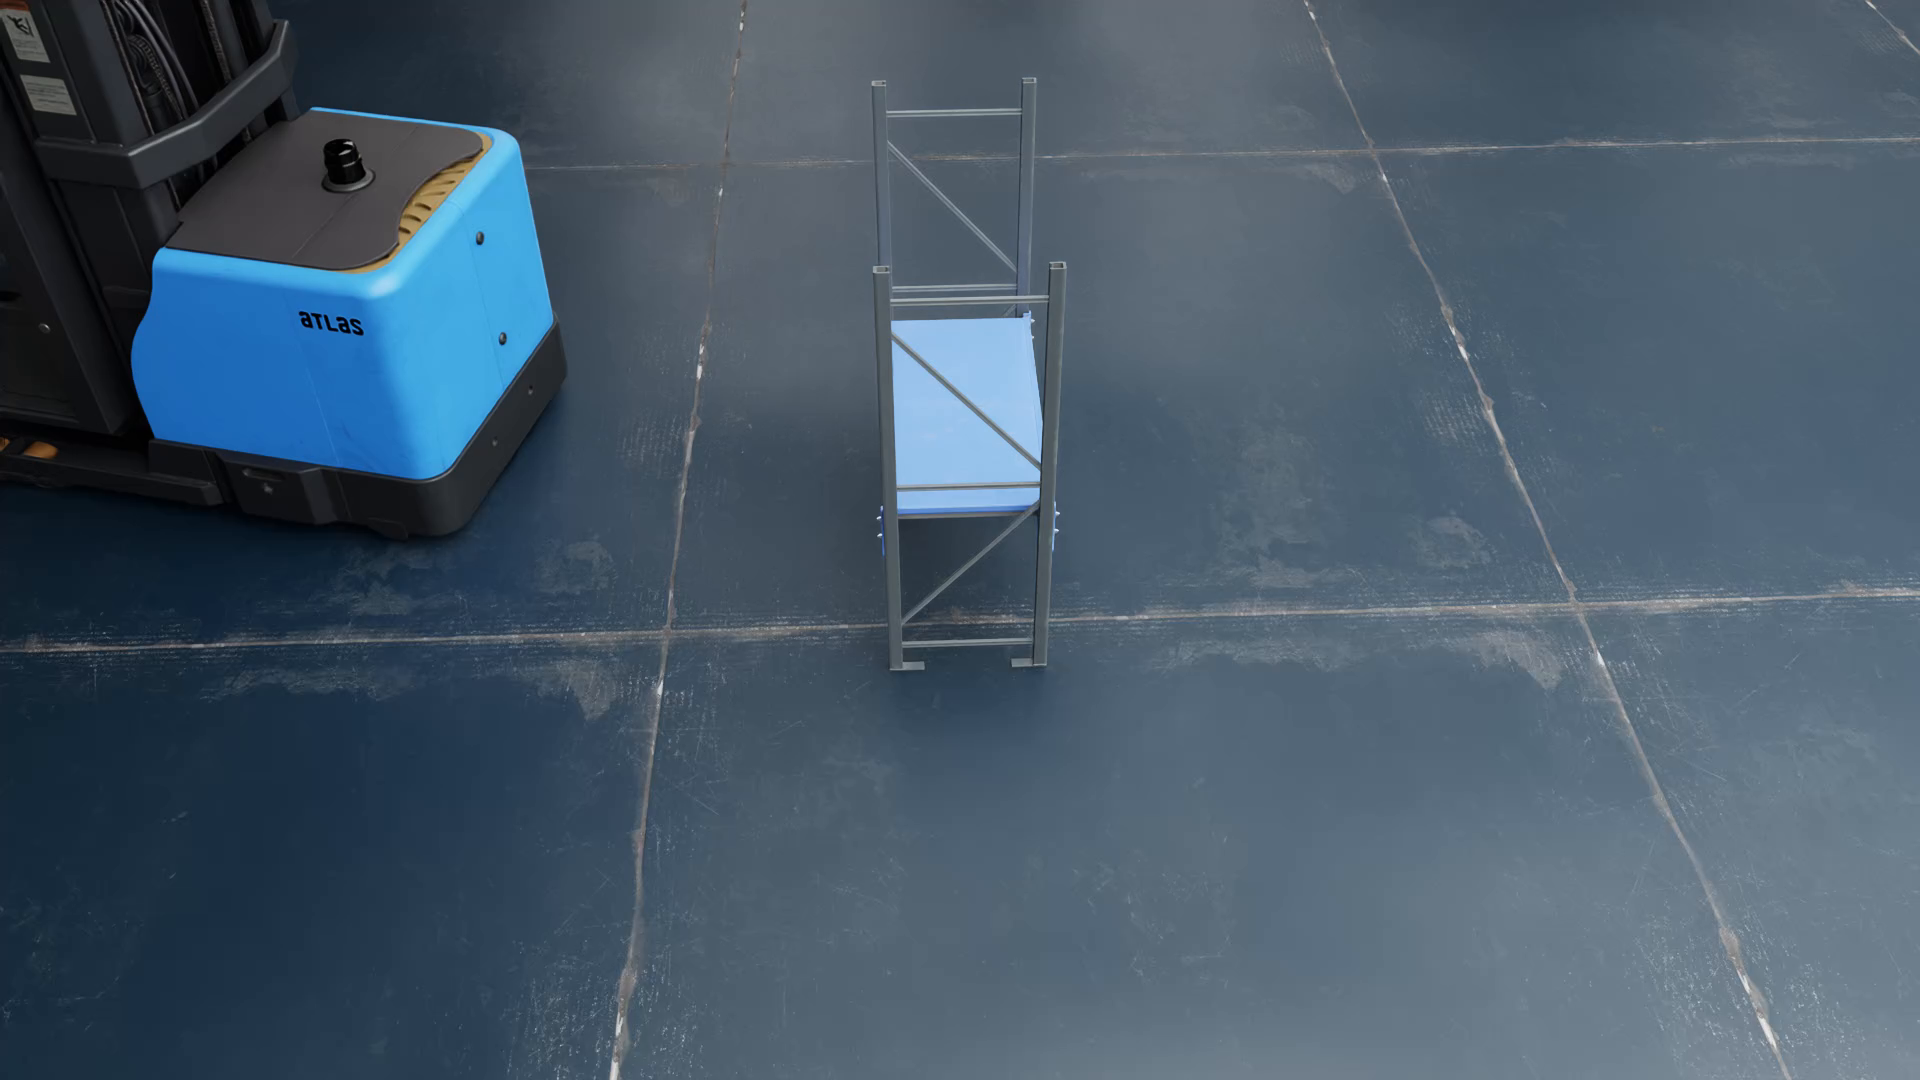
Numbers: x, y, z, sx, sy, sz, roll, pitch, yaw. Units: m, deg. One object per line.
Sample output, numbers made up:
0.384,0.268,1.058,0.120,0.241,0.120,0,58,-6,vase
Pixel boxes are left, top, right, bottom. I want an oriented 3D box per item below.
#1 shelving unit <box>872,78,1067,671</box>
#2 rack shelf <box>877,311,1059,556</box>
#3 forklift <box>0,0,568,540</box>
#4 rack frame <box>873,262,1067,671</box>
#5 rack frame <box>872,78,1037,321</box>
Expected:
0.004,-0.495,5.180,0.538,1.500,1.048,-2,43,-2,shelving unit
0.004,-0.363,5.302,0.538,0.185,1.000,-2,43,-2,rack shelf
-3.068,-1.603,5.330,3.031,2.935,1.130,9,43,10,forklift
0.025,-0.152,4.806,0.500,1.500,0.032,-2,43,-2,rack frame
-0.018,-0.838,5.555,0.500,1.500,0.032,-2,43,-2,rack frame
